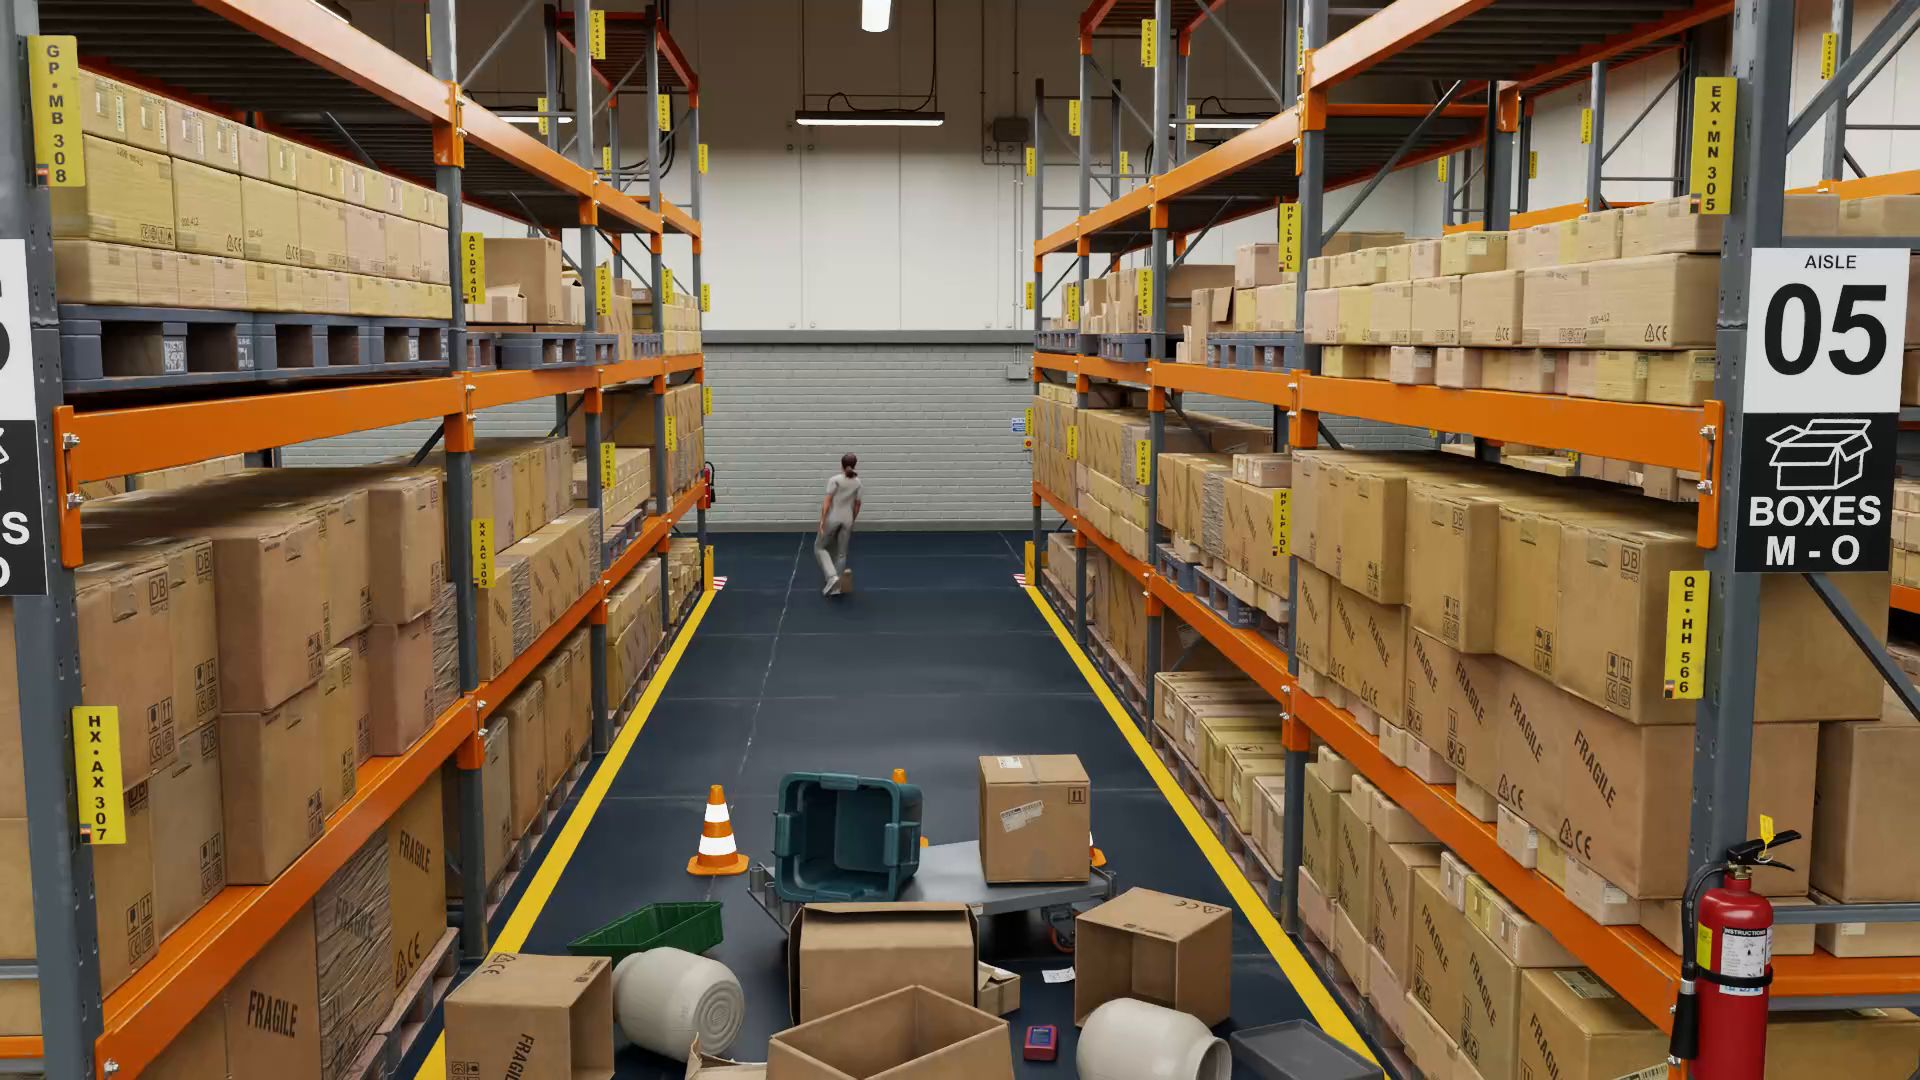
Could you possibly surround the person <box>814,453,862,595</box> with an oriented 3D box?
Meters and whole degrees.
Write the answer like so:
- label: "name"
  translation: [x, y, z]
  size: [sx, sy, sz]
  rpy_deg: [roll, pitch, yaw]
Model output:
- label: "person"
  translation: [-1.408, -0.183, 19.184]
  size: [0.536, 1.665, 0.592]
  rpy_deg: [-3, 7, -22]
